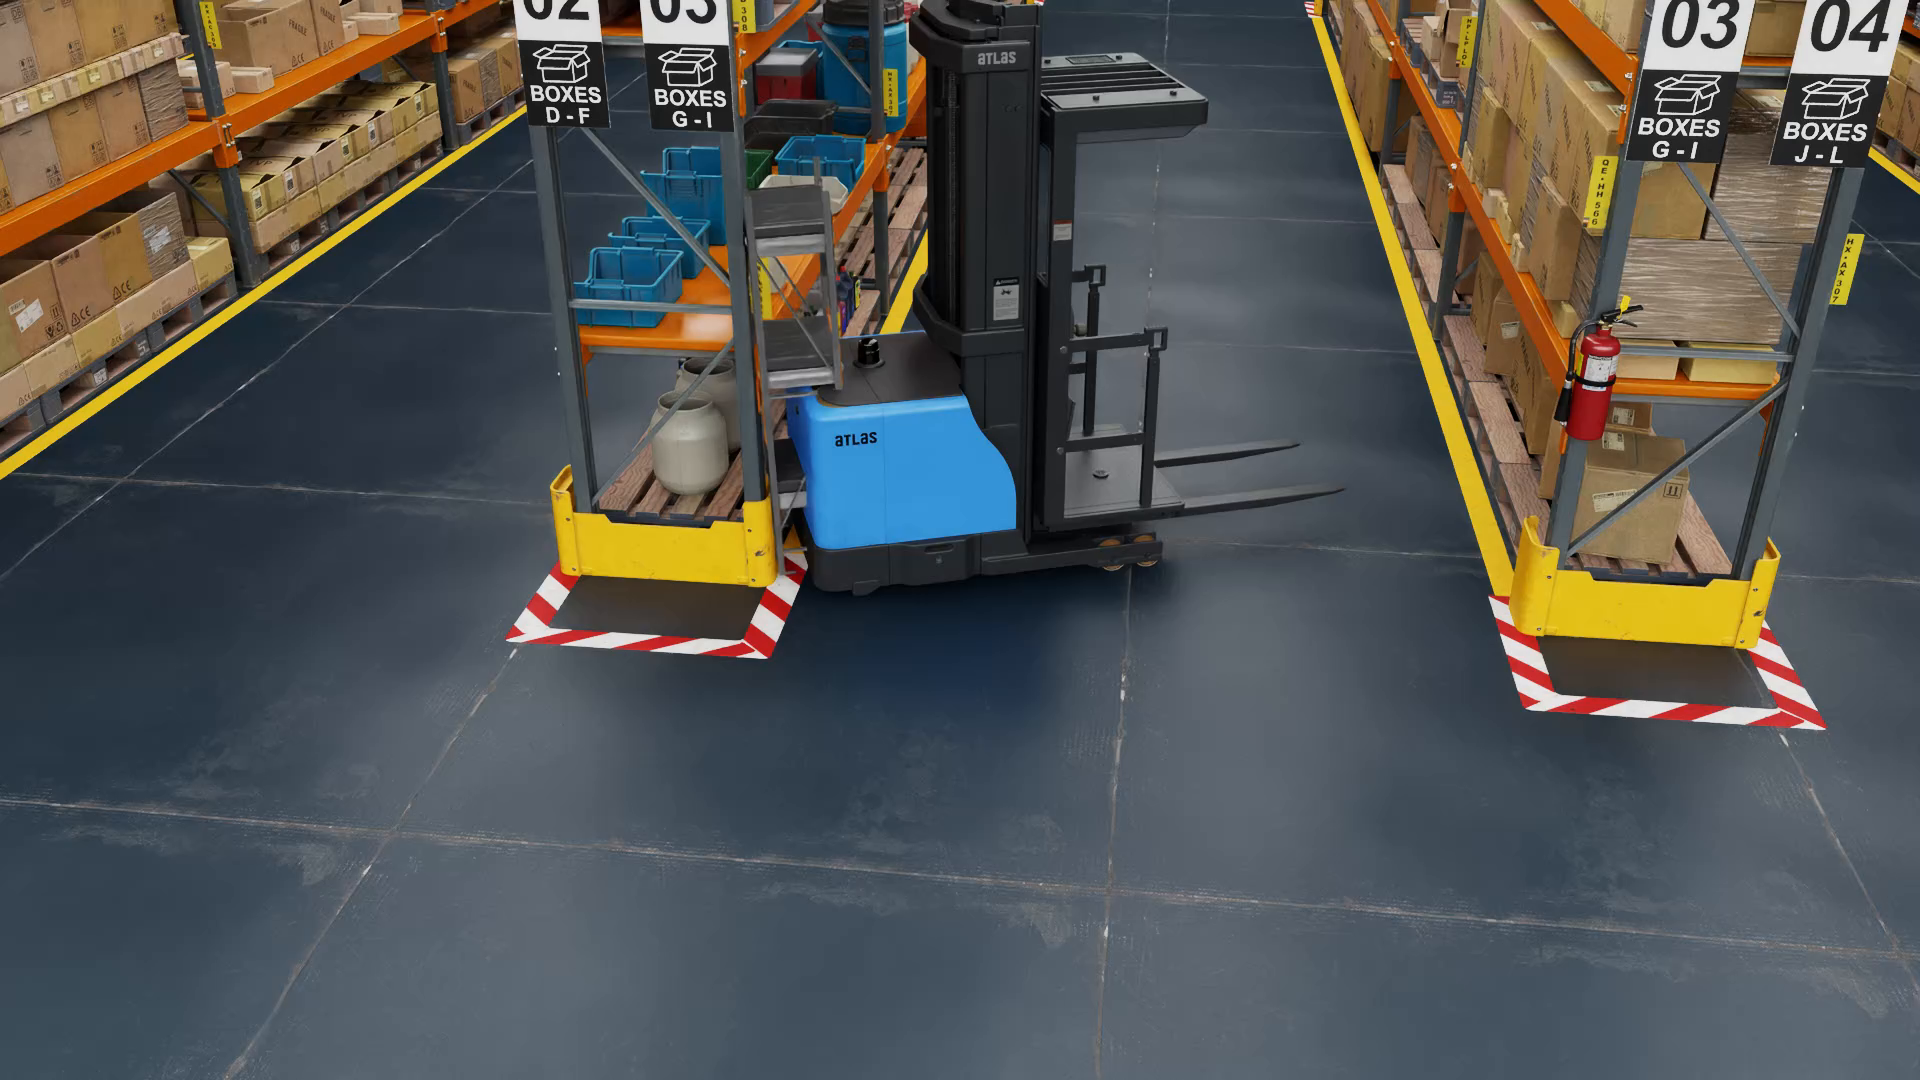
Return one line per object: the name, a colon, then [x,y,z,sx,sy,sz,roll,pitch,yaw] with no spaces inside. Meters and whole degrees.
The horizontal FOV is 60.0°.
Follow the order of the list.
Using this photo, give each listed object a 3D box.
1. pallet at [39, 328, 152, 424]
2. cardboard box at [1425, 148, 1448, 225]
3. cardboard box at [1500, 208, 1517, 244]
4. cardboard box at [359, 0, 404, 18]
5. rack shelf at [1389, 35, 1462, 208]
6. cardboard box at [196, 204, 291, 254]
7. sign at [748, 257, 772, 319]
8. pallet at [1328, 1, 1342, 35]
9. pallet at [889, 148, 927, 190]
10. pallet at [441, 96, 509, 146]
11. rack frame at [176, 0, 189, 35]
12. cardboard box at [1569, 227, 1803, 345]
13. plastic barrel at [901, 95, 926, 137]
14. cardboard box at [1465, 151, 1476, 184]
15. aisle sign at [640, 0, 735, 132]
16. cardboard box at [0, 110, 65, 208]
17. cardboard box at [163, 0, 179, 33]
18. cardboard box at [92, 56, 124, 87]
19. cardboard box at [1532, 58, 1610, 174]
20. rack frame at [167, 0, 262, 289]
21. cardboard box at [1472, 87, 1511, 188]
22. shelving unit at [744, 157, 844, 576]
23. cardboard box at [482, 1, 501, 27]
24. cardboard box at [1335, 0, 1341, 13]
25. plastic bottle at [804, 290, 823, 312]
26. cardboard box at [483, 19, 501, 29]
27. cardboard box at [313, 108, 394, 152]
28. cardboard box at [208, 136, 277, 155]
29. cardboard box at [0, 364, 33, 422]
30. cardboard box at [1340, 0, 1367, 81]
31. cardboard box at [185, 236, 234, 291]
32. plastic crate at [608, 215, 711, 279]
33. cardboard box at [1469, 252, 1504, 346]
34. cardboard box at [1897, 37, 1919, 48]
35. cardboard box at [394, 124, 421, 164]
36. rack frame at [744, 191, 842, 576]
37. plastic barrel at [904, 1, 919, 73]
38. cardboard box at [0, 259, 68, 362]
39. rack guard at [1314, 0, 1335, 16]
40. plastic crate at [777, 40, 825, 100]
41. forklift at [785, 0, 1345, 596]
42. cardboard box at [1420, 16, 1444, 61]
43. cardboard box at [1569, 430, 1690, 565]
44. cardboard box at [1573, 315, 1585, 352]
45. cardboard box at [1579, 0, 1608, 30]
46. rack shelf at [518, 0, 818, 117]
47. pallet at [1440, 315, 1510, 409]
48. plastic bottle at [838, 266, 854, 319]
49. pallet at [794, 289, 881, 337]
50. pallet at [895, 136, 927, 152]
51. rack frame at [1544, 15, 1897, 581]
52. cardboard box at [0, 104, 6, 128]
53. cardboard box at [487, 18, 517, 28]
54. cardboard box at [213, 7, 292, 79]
pallet: [-6.228,-1.141,11.146,1.003,0.211,1.213,3,28,6]
cardboard box: [4.199,-2.870,13.586,0.700,0.500,0.500,6,29,10]
cardboard box: [3.394,-1.838,9.764,0.380,0.149,0.250,3,28,6]
cardboard box: [-5.540,-4.992,15.447,0.500,0.311,0.500,5,29,9]
rack shelf: [4.134,-3.364,13.090,1.077,0.370,4.000,3,28,6]
cardboard box: [-5.647,-2.467,13.122,0.500,0.250,0.500,3,28,5]
sign: [-0.971,-1.232,8.083,0.100,0.325,0.005,3,28,6]
pallet: [5.339,-6.779,21.611,1.003,0.211,1.213,3,28,6]
pallet: [-0.670,-3.320,15.190,1.003,0.211,1.213,3,28,6]
pallet: [-5.323,-4.321,17.048,1.003,0.211,1.213,3,28,6]
rack frame: [-9.879,-7.369,19.765,1.000,3.000,0.127,3,28,6]
cardboard box: [3.494,-1.289,8.060,0.875,0.500,0.500,3,28,6]
plastic barrel: [-0.493,-4.371,16.046,0.600,0.830,0.708,3,28,6]
cardboard box: [3.521,-2.428,10.859,0.380,0.149,0.250,3,28,6]
aisle sign: [-1.235,-2.238,7.500,0.394,0.787,0.004,3,28,6]
cardboard box: [-6.175,-2.426,10.485,0.700,0.500,0.500,4,29,8]
cardboard box: [-9.829,-6.294,19.593,0.750,0.750,0.750,4,29,7]
cardboard box: [-5.856,-3.143,11.131,0.380,0.149,0.250,3,28,6]
cardboard box: [3.340,-2.216,8.727,0.500,0.500,0.500,3,28,6]
rack frame: [-5.942,-3.317,12.244,1.000,3.000,0.127,3,28,6]
cardboard box: [3.676,-2.473,10.258,0.875,0.500,0.500,3,28,6]
shelving unit: [-0.829,-0.853,8.535,0.431,2.100,0.503,-6,32,-7]
cardboard box: [-5.386,-5.822,18.274,0.500,0.250,0.500,3,29,6]
cardboard box: [5.360,-7.331,21.493,0.875,0.875,0.875,3,28,6]
plastic bottle: [-0.993,-1.608,11.481,0.152,0.276,0.135,3,28,6]
cardboard box: [-5.386,-5.476,18.423,0.500,0.500,0.500,4,29,7]
cardboard box: [-5.394,-3.678,14.779,0.500,0.311,0.500,3,28,6]
cardboard box: [-6.056,-3.225,13.939,0.500,0.311,0.500,3,28,6]
cardboard box: [-6.088,-0.883,10.183,0.500,0.250,0.500,3,28,6]
cardboard box: [4.811,-5.452,18.005,1.225,0.875,0.875,3,29,6]
cardboard box: [-5.782,-2.060,12.368,0.500,0.250,0.500,3,28,6]
plastic crate: [-1.667,-1.637,9.283,0.499,0.251,0.408,3,28,6]
cardboard box: [3.800,-1.638,11.320,0.500,0.500,0.500,3,28,5]
cardboard box: [9.297,-4.761,16.326,0.500,0.250,0.500,4,29,8]
cardboard box: [-5.334,-3.669,15.355,0.500,0.250,0.500,3,28,6]
rack frame: [-0.788,-0.726,8.331,0.400,2.100,0.015,-6,32,-7]
plastic barrel: [-0.549,-4.074,13.505,0.433,0.535,0.433,0,28,0]
cardboard box: [-6.038,-1.449,10.444,0.500,0.500,0.500,3,28,6]
rack guard: [5.362,-7.299,22.271,1.175,0.500,0.348,3,28,6]
plastic crate: [-1.200,-3.557,12.707,0.392,0.384,0.575,3,28,6]
forklift: [0.610,-1.362,8.687,3.031,2.935,1.130,-7,29,-12]
cardboard box: [3.946,-3.965,13.163,0.500,0.250,0.500,3,28,5]
cardboard box: [3.492,-0.234,8.714,0.500,0.500,0.500,9,30,16]
cardboard box: [3.260,-1.010,8.226,0.380,0.149,0.250,3,28,6]
cardboard box: [3.264,-2.588,7.886,0.500,0.250,0.500,4,29,7]
rack shelf: [-1.272,-3.090,9.418,1.077,0.370,4.000,3,28,6]
pallet: [3.842,-1.194,11.243,1.003,0.211,1.213,3,28,6]
plastic bottle: [-0.819,-1.735,11.636,0.144,0.351,0.185,3,28,5]
pallet: [-1.150,-1.486,11.785,1.003,0.211,1.213,3,28,6]
pallet: [-0.481,-4.056,16.556,1.003,0.211,1.213,3,28,6]
rack frame: [3.399,-0.856,7.677,1.000,3.000,0.127,3,28,6]
cardboard box: [-6.015,-2.542,10.017,0.380,0.149,0.250,3,28,6]
cardboard box: [-4.869,-5.459,18.391,0.500,0.500,0.500,4,29,7]
cardboard box: [-5.767,-3.969,13.350,0.500,0.500,0.500,5,29,10]
